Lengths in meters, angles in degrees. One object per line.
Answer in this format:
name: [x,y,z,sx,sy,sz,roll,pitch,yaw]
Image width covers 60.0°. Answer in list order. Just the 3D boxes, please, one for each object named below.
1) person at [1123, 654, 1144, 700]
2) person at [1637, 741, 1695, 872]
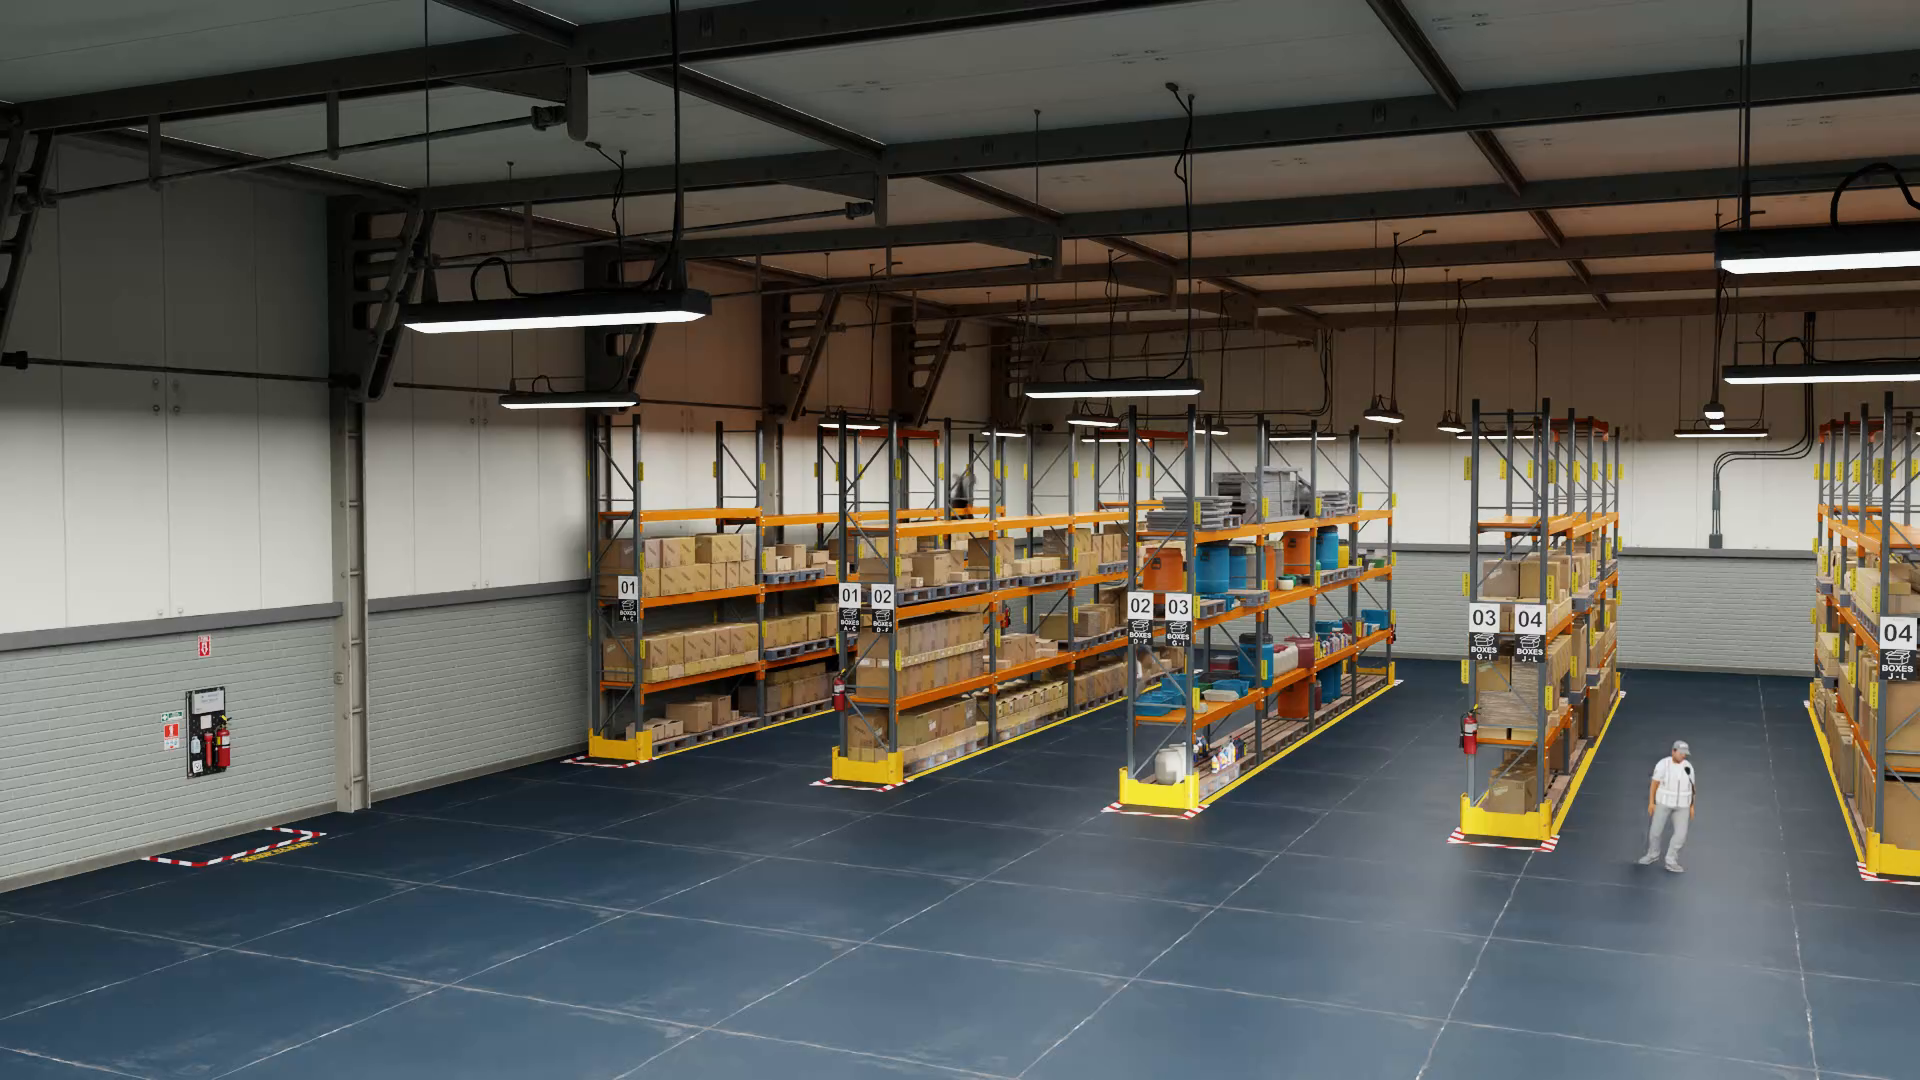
person: [3.537,2.917,33.881,0.530,1.359,0.925,1,3,30]
person: [8.869,3.323,20.841,0.628,1.644,0.485,0,2,5]
